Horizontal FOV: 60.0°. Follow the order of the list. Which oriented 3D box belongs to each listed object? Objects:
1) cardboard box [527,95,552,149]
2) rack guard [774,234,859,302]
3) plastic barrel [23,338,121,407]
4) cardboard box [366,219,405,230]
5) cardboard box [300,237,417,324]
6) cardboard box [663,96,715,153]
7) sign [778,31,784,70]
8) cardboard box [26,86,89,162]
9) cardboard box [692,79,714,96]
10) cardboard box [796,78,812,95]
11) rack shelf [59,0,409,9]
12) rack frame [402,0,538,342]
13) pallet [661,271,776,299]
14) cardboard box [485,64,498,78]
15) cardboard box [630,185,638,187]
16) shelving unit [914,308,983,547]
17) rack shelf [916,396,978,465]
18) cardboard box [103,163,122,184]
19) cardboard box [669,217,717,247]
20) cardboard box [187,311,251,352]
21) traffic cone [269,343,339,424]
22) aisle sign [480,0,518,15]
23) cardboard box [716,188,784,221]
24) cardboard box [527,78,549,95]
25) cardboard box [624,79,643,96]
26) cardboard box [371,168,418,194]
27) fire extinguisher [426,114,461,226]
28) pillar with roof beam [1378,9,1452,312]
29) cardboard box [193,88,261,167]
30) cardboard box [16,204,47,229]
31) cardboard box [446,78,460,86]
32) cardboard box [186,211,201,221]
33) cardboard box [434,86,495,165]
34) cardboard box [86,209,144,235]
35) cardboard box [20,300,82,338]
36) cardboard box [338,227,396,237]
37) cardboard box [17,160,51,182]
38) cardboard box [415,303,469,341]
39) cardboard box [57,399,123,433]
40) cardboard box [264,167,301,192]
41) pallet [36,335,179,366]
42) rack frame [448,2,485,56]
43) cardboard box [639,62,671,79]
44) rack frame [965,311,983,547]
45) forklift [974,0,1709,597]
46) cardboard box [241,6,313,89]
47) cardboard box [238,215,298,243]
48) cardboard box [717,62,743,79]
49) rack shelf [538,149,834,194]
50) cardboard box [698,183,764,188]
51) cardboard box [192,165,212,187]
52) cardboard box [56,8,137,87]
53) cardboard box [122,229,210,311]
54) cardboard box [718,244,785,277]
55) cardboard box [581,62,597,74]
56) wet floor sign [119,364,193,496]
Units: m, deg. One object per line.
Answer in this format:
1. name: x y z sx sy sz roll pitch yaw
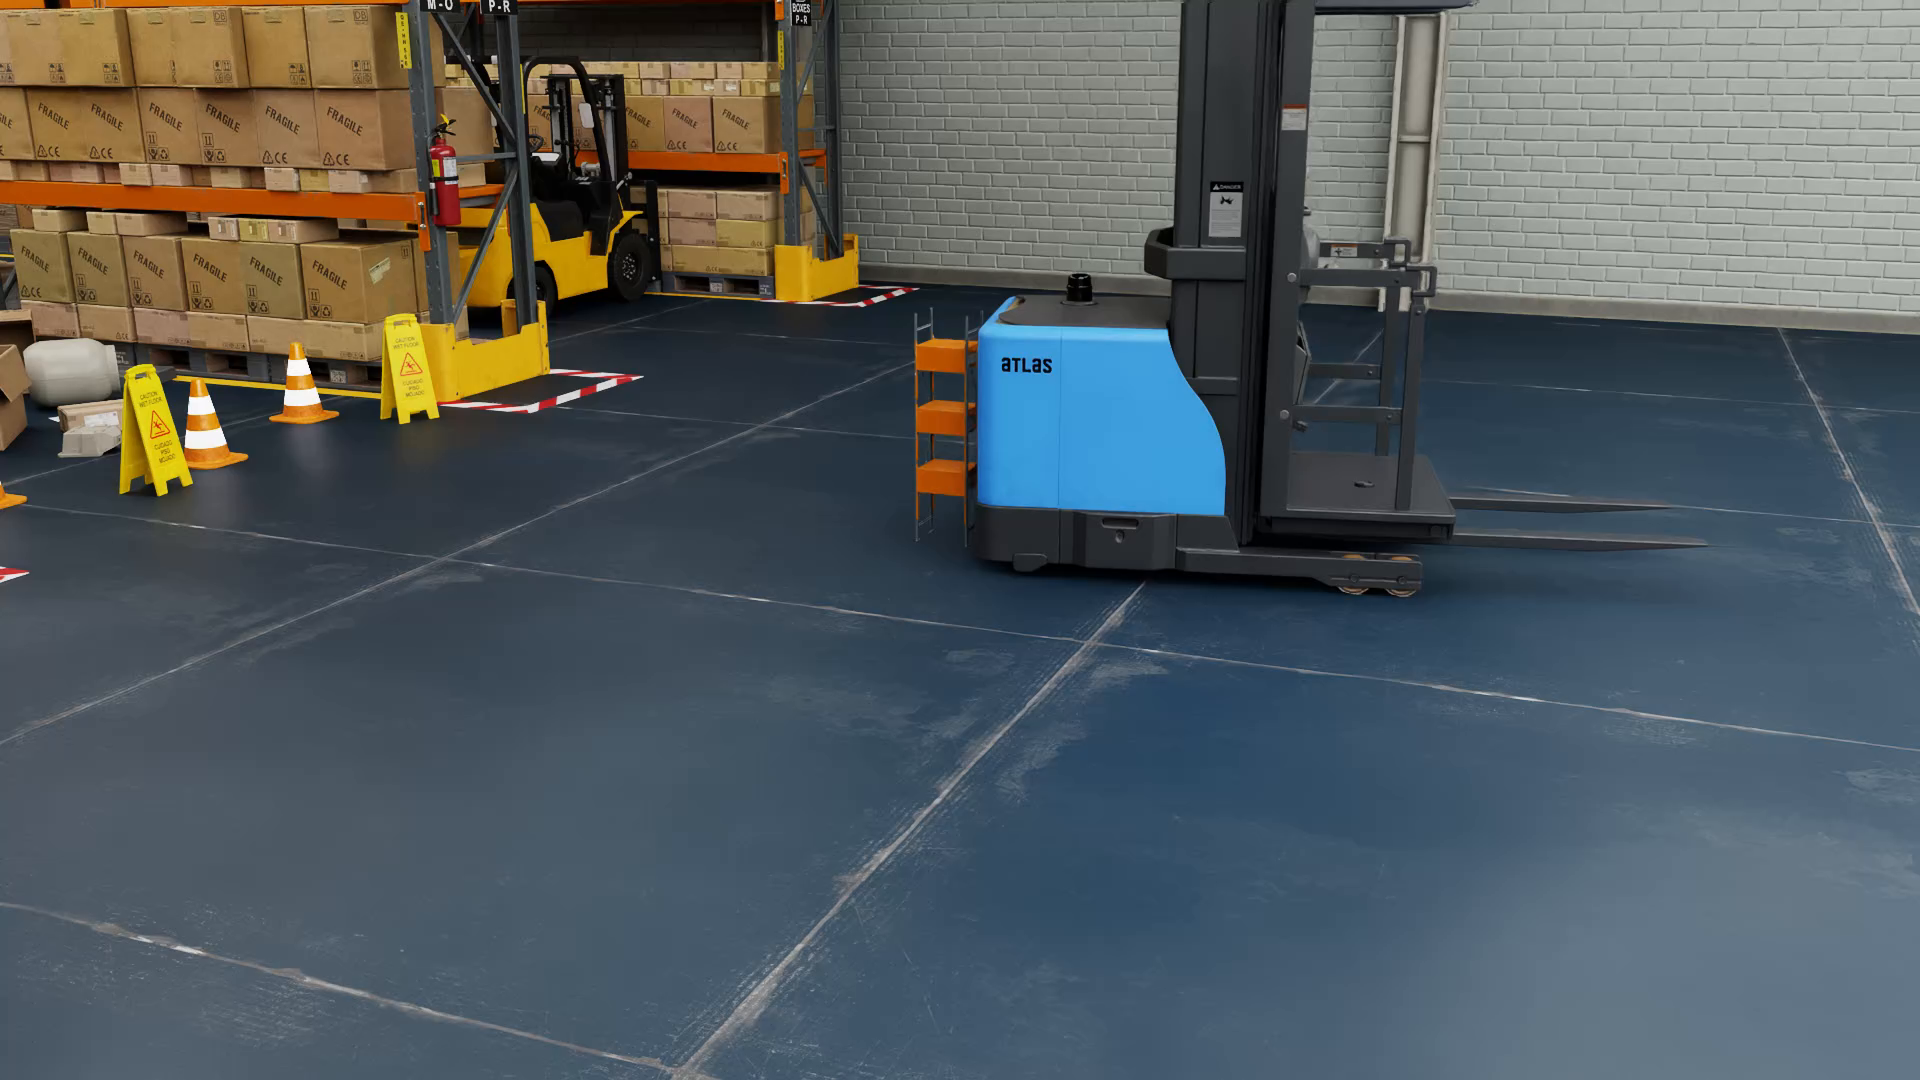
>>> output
1. cardboard box: -3.802 -4.019 15.957 0.500 0.500 0.500 6 17 20
2. rack guard: -1.338 -2.572 15.638 0.348 0.500 1.175 6 17 21
3. plastic barrel: -5.655 -1.069 10.596 0.512 0.421 0.421 -9 18 -27
4. cardboard box: -5.571 -3.296 17.153 0.625 0.625 0.875 7 18 23
5. cardboard box: -4.019 -1.743 11.131 0.500 0.500 0.500 6 17 21
6. cardboard box: -2.393 -3.861 15.413 0.500 0.500 0.500 7 18 22
7. sign: -1.572 -4.306 14.623 0.005 0.325 0.100 6 17 21
8. cardboard box: -6.116 -2.925 11.656 0.500 0.500 0.500 6 17 20
9. cardboard box: -2.253 -4.158 15.275 0.250 0.149 0.380 7 17 22
10. cardboard box: -1.580 -4.237 15.544 0.250 0.149 0.380 6 17 19
11. rack shelf: -5.038 -3.787 11.249 4.000 0.370 1.077 6 17 21
12. rack frame: -3.178 -2.487 10.862 0.127 3.000 1.000 6 17 21
13. pallet: -2.087 -2.503 15.918 1.213 0.211 1.003 6 17 21
14. cardboard box: -4.377 -4.550 16.090 0.250 0.149 0.380 6 17 20
15. cardboard box: -3.322 -3.256 15.895 0.500 0.250 0.500 6 17 20
16. shelving unit: -0.050 -0.510 7.546 0.252 1.050 0.215 6 17 21
17. rack shelf: -0.050 -0.499 7.549 0.240 0.259 0.215 6 17 21
18. cardboard box: -5.734 -2.575 11.615 0.250 0.149 0.380 6 17 20
19. cardboard box: -2.390 -2.919 15.631 0.500 0.250 0.500 6 17 20
20. cardboard box: -4.996 -1.489 11.600 0.500 0.250 0.500 6 17 19
21. traffic cone: -4.051 -0.979 10.215 0.334 0.463 0.336 6 17 21
22. aisle sign: -3.006 -3.810 10.754 0.004 0.787 0.394 6 17 21
23. cardboard box: -1.903 -3.103 15.367 0.500 0.250 0.500 7 18 22
24. cardboard box: -3.941 -4.326 15.852 0.250 0.149 0.380 6 17 20
25. cardboard box: -2.988 -4.222 15.495 0.250 0.149 0.380 6 17 21
26. cardboard box: -3.604 -2.350 10.837 0.250 0.149 0.380 7 18 22
27. fire extinguisher: -3.240 -2.319 10.421 0.183 0.674 0.296 6 17 21
28. pillar with roof beam: 2.325 -5.231 9.551 0.400 9.000 9.100 6 17 21
29. cardboard box: -4.712 -2.767 11.111 0.500 0.500 0.500 6 17 20
30. cardboard box: -10.224 -3.689 18.731 0.500 0.500 0.500 7 18 23
31. cardboard box: -4.881 -4.443 16.255 0.250 0.149 0.380 6 17 20
32. cardboard box: -8.227 -3.587 18.157 0.625 0.625 0.875 7 18 22
33. cardboard box: -3.517 -2.799 11.221 0.500 0.500 0.500 6 17 20
34. cardboard box: -5.876 -2.239 11.675 0.250 0.149 0.380 7 18 23
35. cardboard box: -6.449 -1.647 12.147 0.500 0.250 0.500 5 17 18
36. cardboard box: -4.337 -1.938 11.802 0.500 0.500 0.500 6 17 19
37. cardboard box: -6.469 -2.648 11.866 0.250 0.149 0.380 7 18 22
38. cardboard box: -3.827 -1.523 11.718 0.500 0.250 0.500 6 17 20
39. cardboard box: -5.138 -0.728 9.916 0.380 0.149 0.250 -12 20 -37
40. cardboard box: -4.362 -2.397 11.001 0.250 0.149 0.380 7 17 22
41. pallet: -6.261 -1.498 12.455 1.213 0.211 1.003 6 17 21
42. rack frame: -5.081 -4.184 16.707 0.127 3.000 1.000 6 17 21
43. cardboard box: -2.752 -4.339 15.364 0.250 0.149 0.380 7 18 22
44. rack frame: 0.064 -0.497 7.503 0.008 1.050 0.200 6 17 21
45. forklift: 1.624 -1.331 7.003 3.031 2.935 1.130 3 16 9
46. cardboard box: -4.201 -3.208 10.837 0.500 0.500 0.700 6 17 21
47. cardboard box: -4.618 -2.101 11.202 0.250 0.149 0.380 7 17 22
48. cardboard box: -2.011 -4.277 15.149 0.250 0.149 0.380 6 17 21
49. rack shelf: -3.221 -3.634 16.103 4.000 0.370 1.077 6 17 21
50. cardboard box: -2.204 -3.285 15.994 0.500 0.250 0.500 6 17 21
51. cardboard box: -5.019 -2.511 11.394 0.250 0.149 0.380 6 17 21
52. cardboard box: -5.645 -3.350 11.327 0.500 0.500 0.700 6 17 19
53. cardboard box: -5.465 -1.902 11.680 0.500 0.500 0.500 7 18 24
54. cardboard box: -1.913 -2.623 15.506 0.500 0.250 0.500 6 17 21
55. cardboard box: -3.428 -4.445 15.729 0.250 0.149 0.380 6 17 21
56. wet floor sign: -4.147 -0.573 8.491 0.232 0.644 0.267 3 17 11
